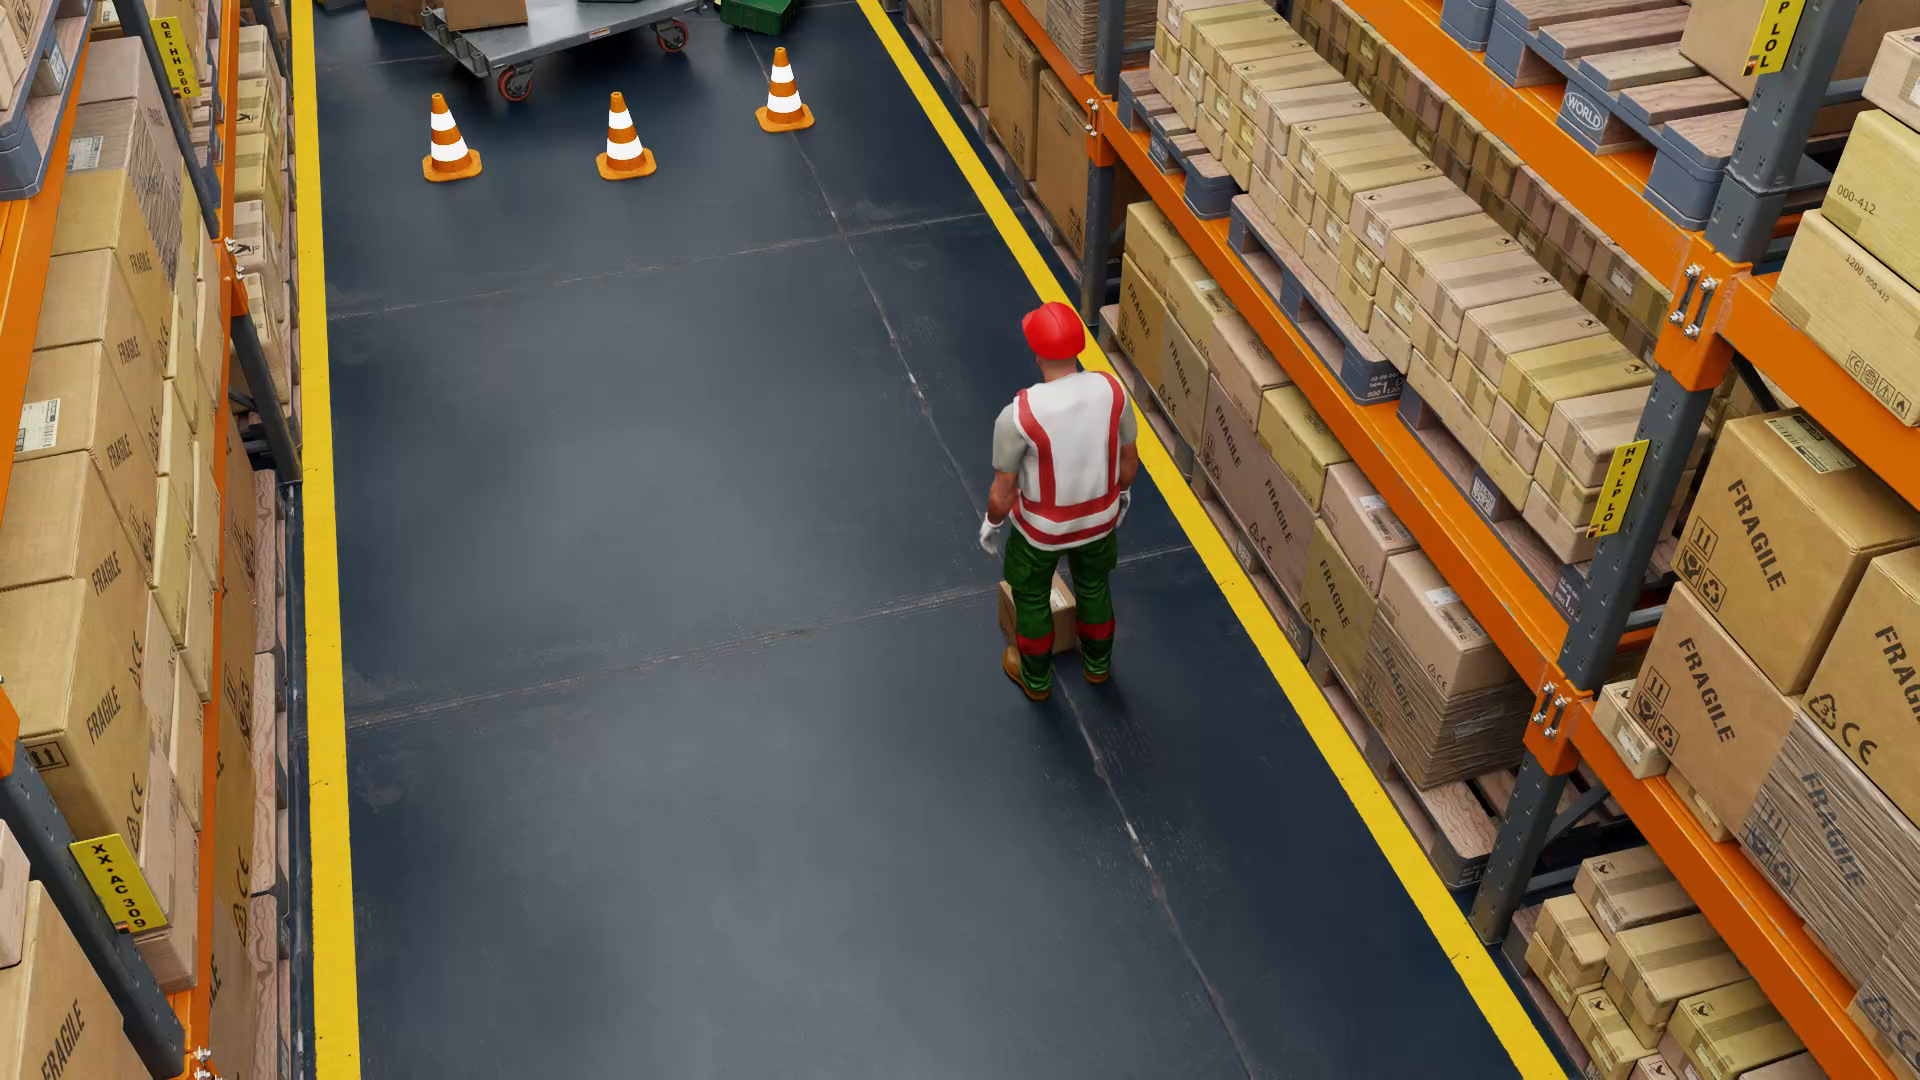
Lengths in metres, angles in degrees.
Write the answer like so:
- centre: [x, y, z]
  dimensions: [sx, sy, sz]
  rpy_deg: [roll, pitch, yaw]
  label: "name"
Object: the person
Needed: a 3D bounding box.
- centre: [0.372, -0.106, 6.266]
  dimensions: [0.622, 1.781, 0.445]
  rpy_deg: [-13, 44, -14]
  label: "person"
